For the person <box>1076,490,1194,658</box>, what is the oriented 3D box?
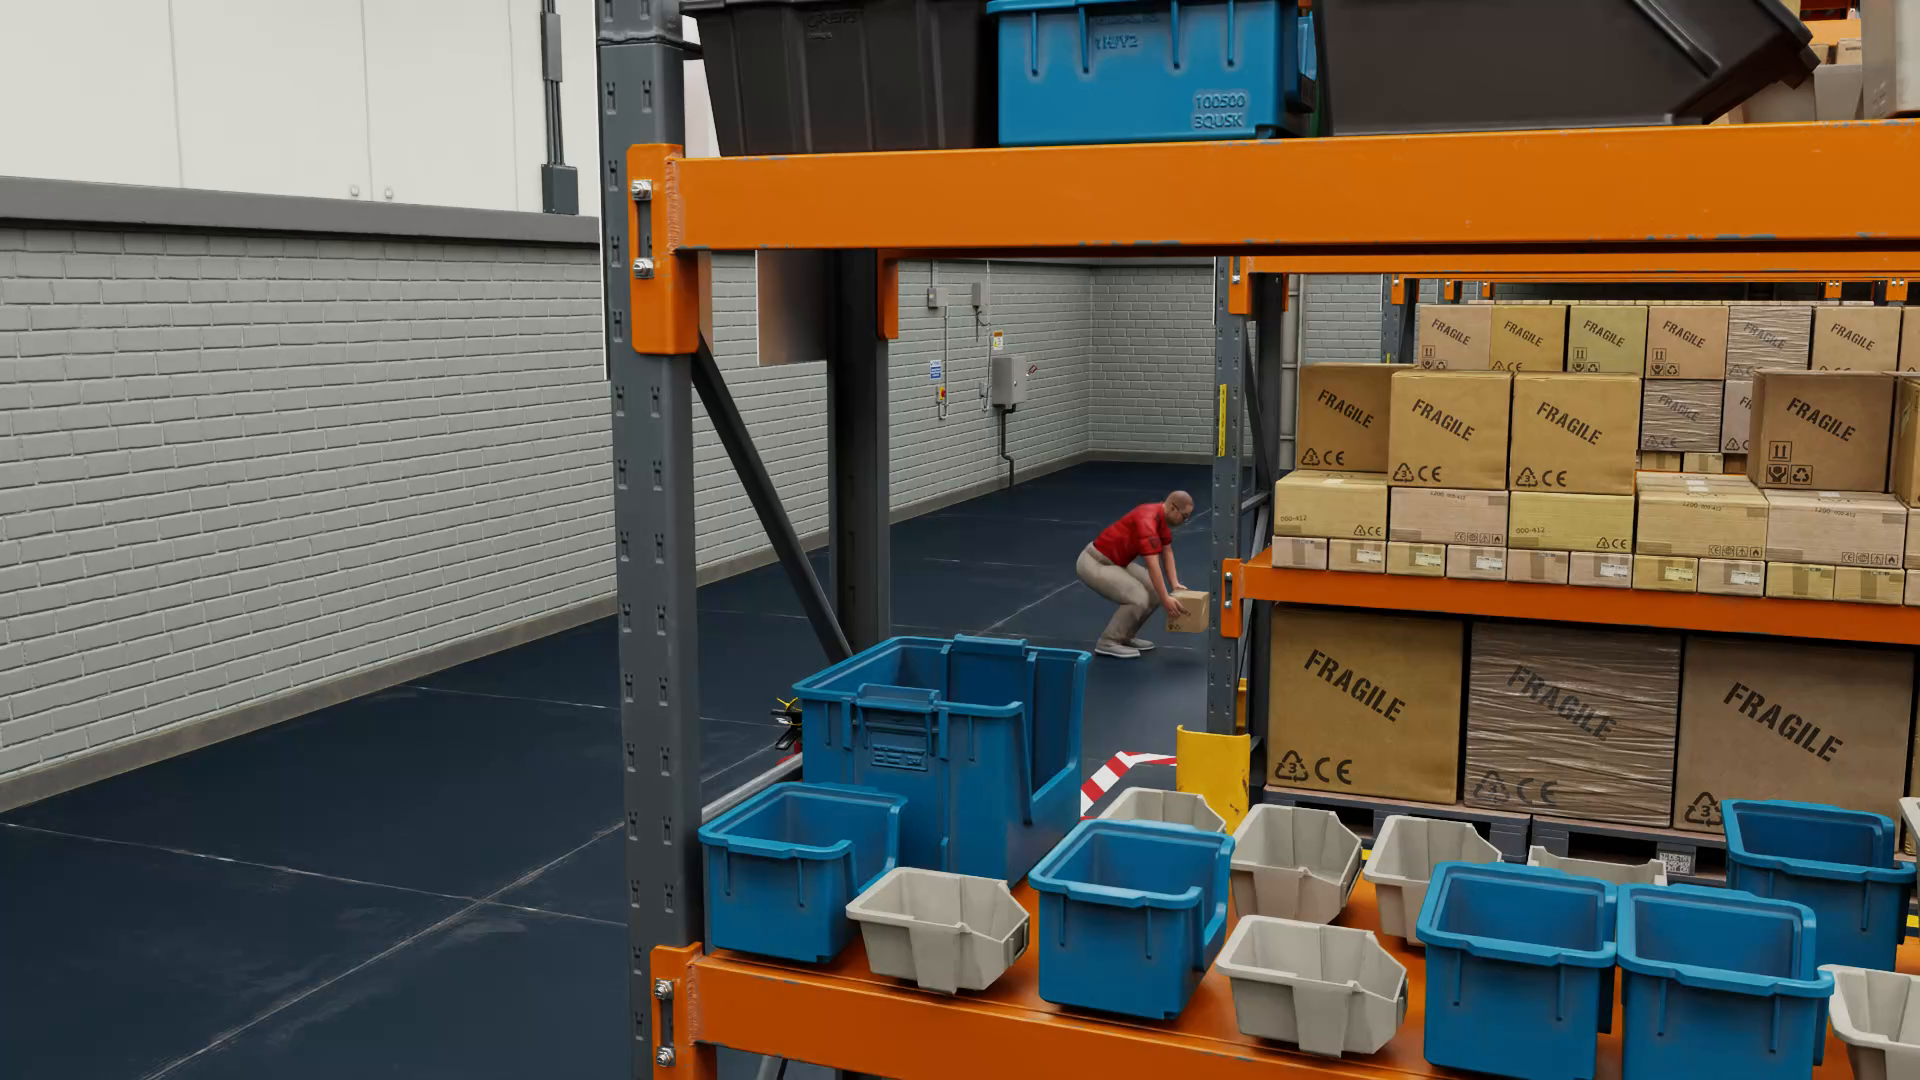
[{"bbox_3d":[1.248,0.219,11.800,0.805,1.181,0.579,3,9,21],"label":"person"}]
